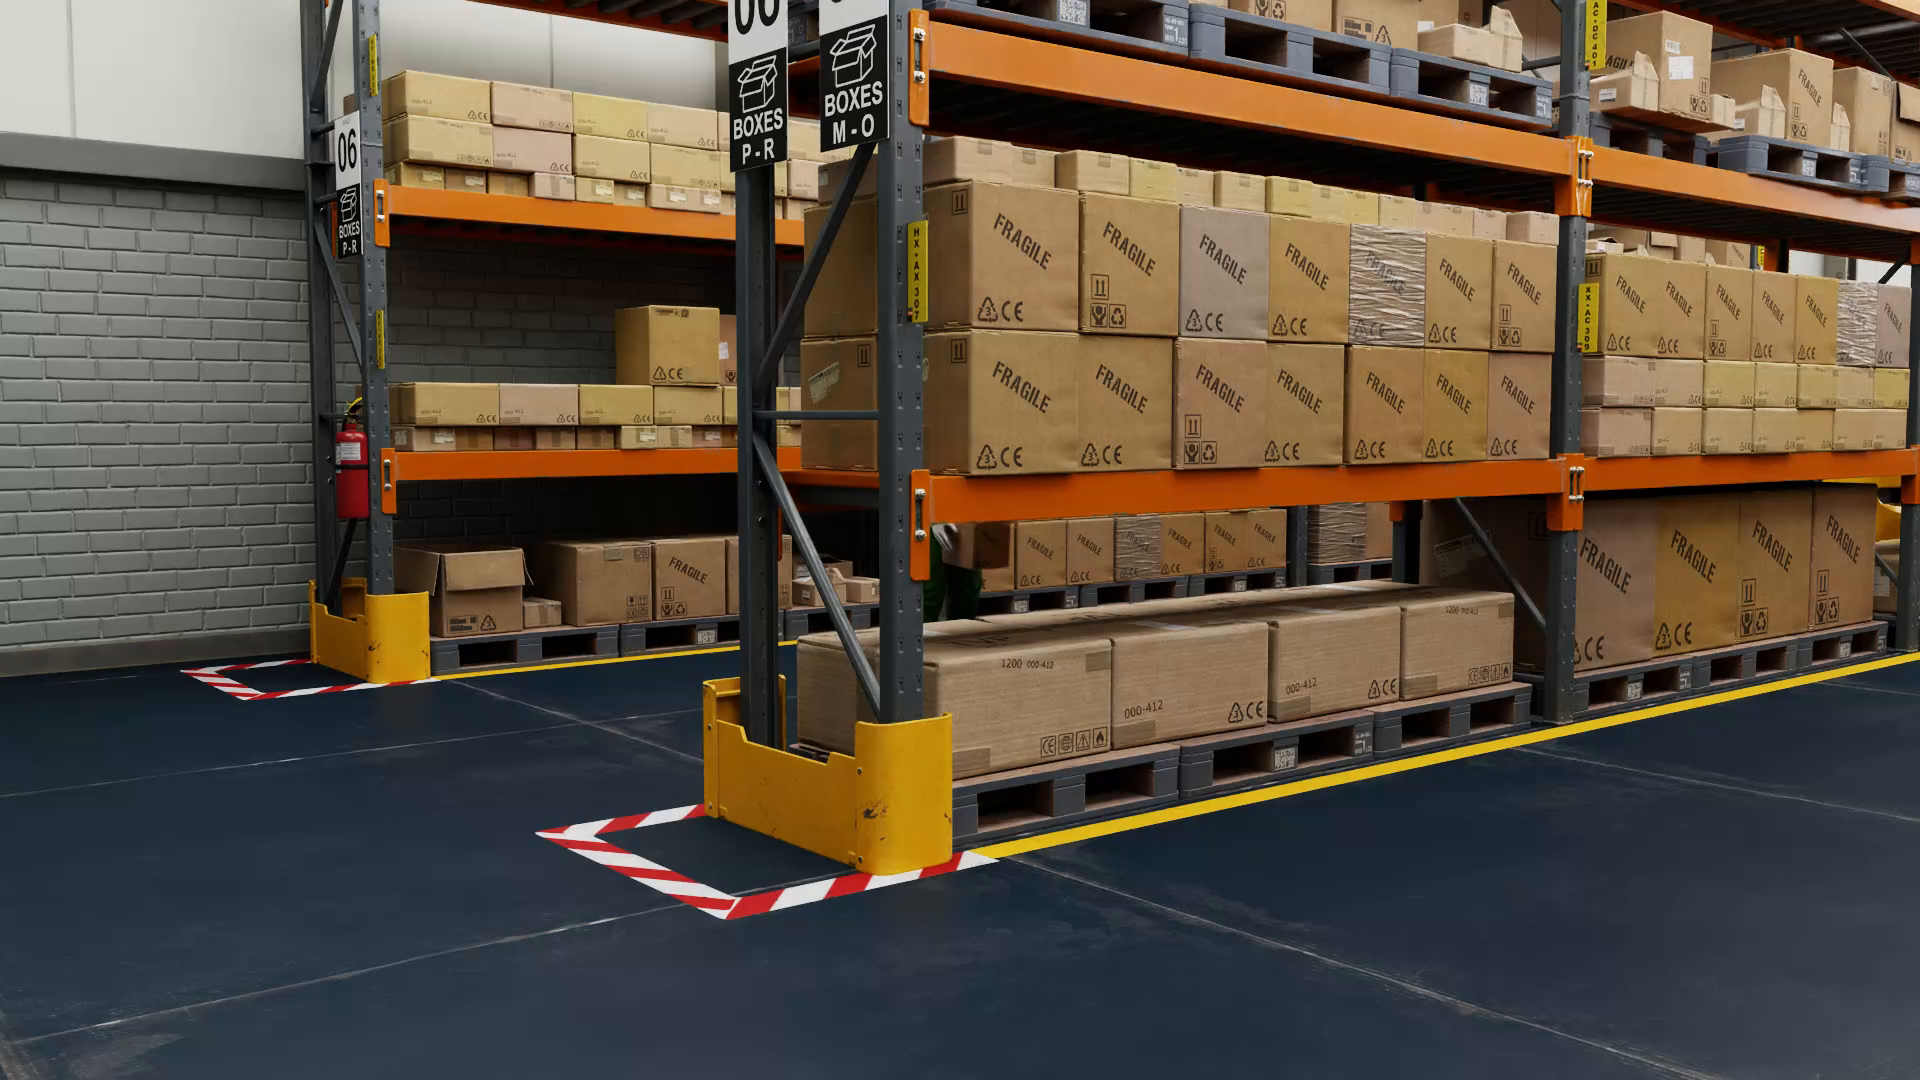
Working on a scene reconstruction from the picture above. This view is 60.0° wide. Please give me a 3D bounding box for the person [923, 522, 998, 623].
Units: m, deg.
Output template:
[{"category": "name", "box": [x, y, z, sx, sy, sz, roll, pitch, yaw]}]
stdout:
[{"category": "person", "box": [-0.050, -0.041, 8.868, 0.623, 1.780, 0.450, -4, 6, -41]}]
